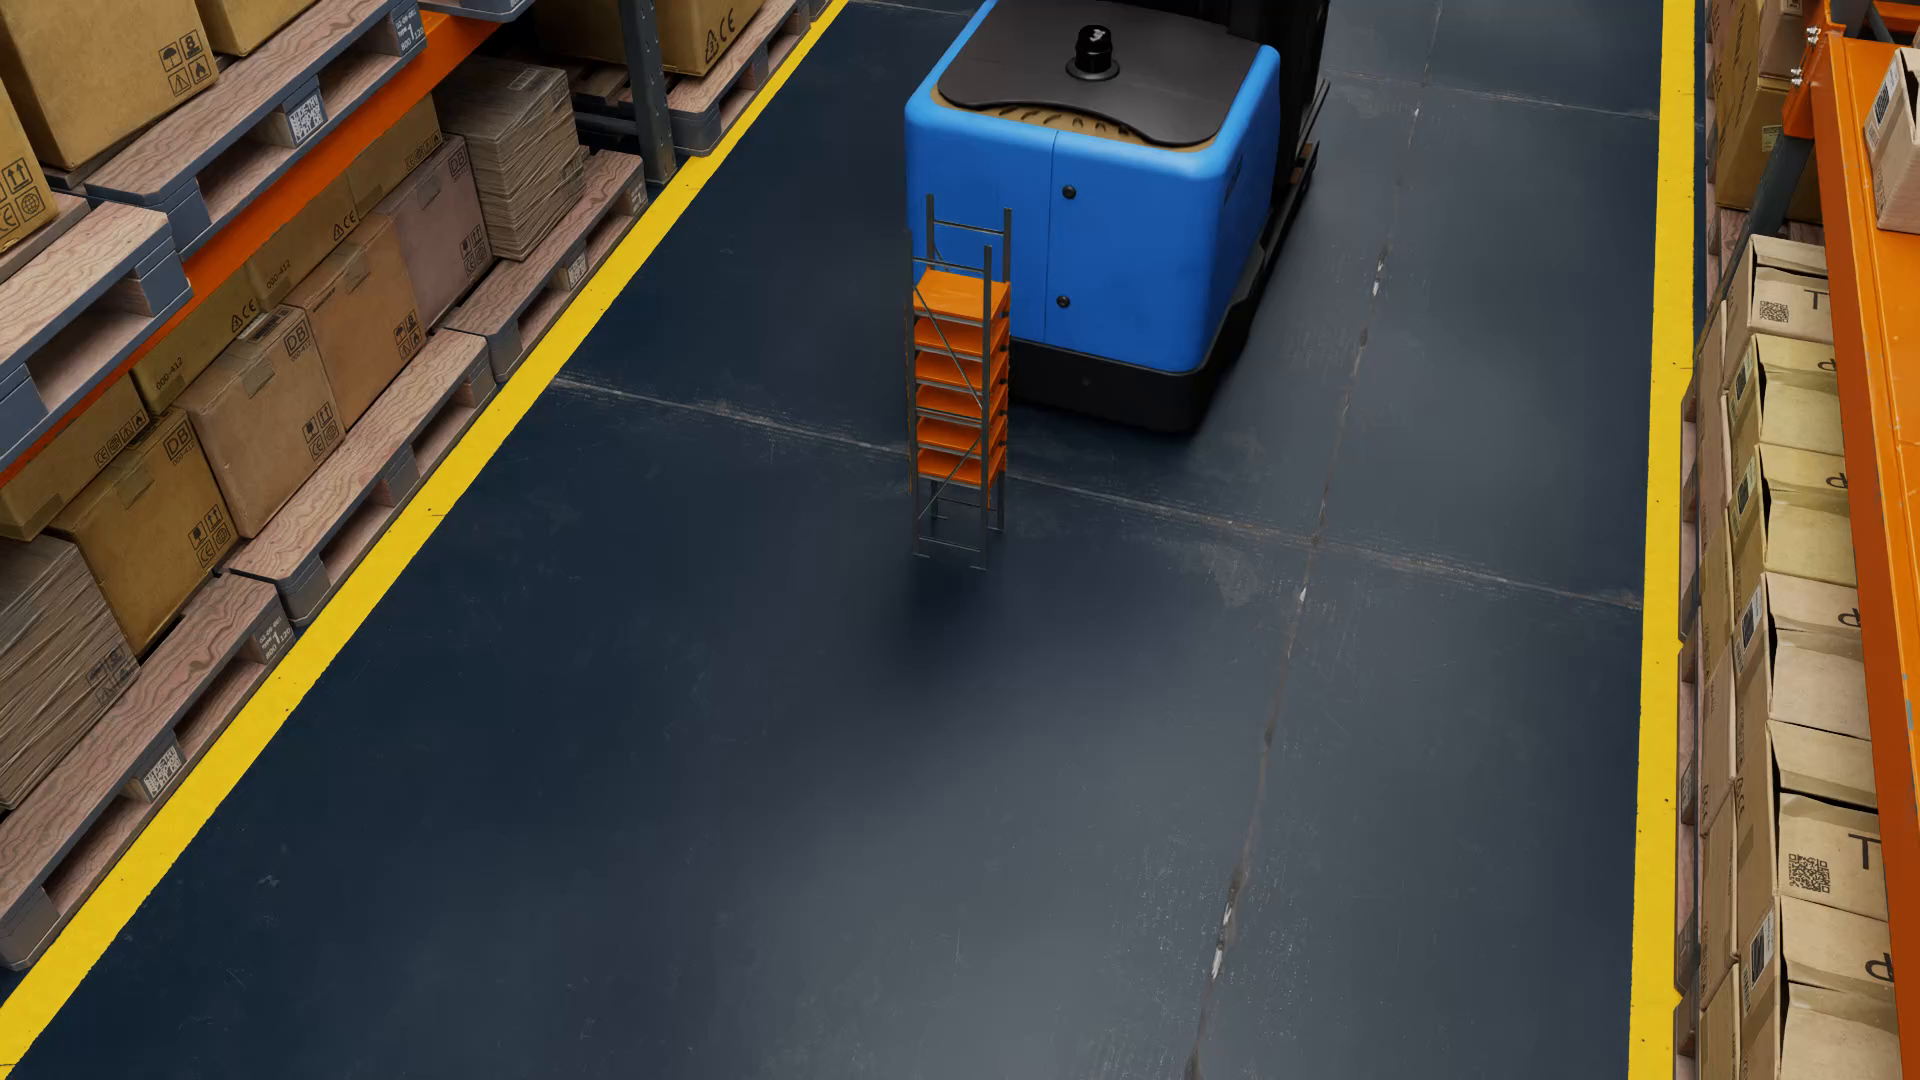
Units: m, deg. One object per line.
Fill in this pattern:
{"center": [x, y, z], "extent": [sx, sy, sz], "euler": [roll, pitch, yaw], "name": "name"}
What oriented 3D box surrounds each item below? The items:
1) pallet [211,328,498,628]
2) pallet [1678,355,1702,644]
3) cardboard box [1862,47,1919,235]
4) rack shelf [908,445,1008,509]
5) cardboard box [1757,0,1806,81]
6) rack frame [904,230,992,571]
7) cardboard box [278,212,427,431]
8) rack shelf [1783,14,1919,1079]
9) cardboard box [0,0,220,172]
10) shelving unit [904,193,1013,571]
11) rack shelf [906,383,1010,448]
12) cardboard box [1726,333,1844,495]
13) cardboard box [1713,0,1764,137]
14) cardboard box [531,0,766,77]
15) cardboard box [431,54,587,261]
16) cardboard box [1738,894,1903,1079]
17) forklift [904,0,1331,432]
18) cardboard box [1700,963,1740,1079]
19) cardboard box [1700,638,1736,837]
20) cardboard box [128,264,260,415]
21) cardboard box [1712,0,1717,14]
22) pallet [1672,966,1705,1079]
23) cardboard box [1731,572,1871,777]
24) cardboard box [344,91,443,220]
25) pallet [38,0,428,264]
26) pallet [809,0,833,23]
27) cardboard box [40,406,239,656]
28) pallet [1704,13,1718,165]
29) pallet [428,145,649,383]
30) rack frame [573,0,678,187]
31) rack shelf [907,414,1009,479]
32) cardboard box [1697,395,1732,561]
{"center": [-2.257, -0.314, 5.419], "extent": [1.003, 0.211, 1.213], "euler": [13, 46, 13], "name": "pallet"}
{"center": [2.788, -0.057, 5.158], "extent": [1.003, 0.211, 1.213], "euler": [13, 46, 13], "name": "pallet"}
{"center": [2.619, -1.008, 4.199], "extent": [0.500, 0.311, 0.500], "euler": [12, 46, 12], "name": "cardboard box"}
{"center": [-0.004, -0.216, 5.019], "extent": [0.258, 0.103, 0.180], "euler": [13, 46, 12], "name": "rack shelf"}
{"center": [3.147, -1.838, 5.920], "extent": [0.500, 0.250, 0.500], "euler": [14, 46, 14], "name": "cardboard box"}
{"center": [-0.032, -0.358, 4.758], "extent": [0.240, 1.200, 0.006], "euler": [13, 46, 13], "name": "rack frame"}
{"center": [-2.206, -0.758, 5.353], "extent": [0.700, 0.500, 0.500], "euler": [12, 46, 12], "name": "cardboard box"}
{"center": [2.469, -0.004, 3.624], "extent": [1.077, 0.370, 4.000], "euler": [13, 46, 13], "name": "rack shelf"}
{"center": [-2.327, -1.317, 4.065], "extent": [0.700, 0.500, 0.500], "euler": [19, 47, 18], "name": "cardboard box"}
{"center": [-0.004, -0.419, 4.820], "extent": [0.258, 1.200, 0.189], "euler": [13, 46, 13], "name": "shelving unit"}
{"center": [-0.004, -0.387, 4.852], "extent": [0.258, 0.103, 0.180], "euler": [13, 46, 12], "name": "rack shelf"}
{"center": [2.485, -0.323, 4.701], "extent": [0.500, 0.311, 0.500], "euler": [11, 46, 12], "name": "cardboard box"}
{"center": [3.291, -1.876, 6.495], "extent": [0.500, 0.500, 0.500], "euler": [11, 45, 11], "name": "cardboard box"}
{"center": [-1.300, -2.485, 6.882], "extent": [0.750, 0.750, 0.750], "euler": [12, 46, 12], "name": "cardboard box"}
{"center": [-1.816, -1.414, 6.023], "extent": [0.700, 0.500, 0.500], "euler": [13, 46, 13], "name": "cardboard box"}
{"center": [1.864, 1.025, 3.322], "extent": [0.500, 0.311, 0.500], "euler": [14, 46, 14], "name": "cardboard box"}
{"center": [0.803, -2.453, 5.661], "extent": [1.130, 2.935, 3.031], "euler": [15, 46, 14], "name": "forklift"}
{"center": [1.867, 1.230, 3.514], "extent": [0.500, 0.250, 0.500], "euler": [12, 46, 12], "name": "cardboard box"}
{"center": [2.177, 0.550, 4.209], "extent": [0.500, 0.250, 0.500], "euler": [13, 46, 13], "name": "cardboard box"}
{"center": [-2.368, -0.643, 4.699], "extent": [0.500, 0.250, 0.500], "euler": [11, 46, 11], "name": "cardboard box"}
{"center": [3.598, -2.564, 7.199], "extent": [0.500, 0.500, 0.500], "euler": [13, 46, 13], "name": "cardboard box"}
{"center": [2.049, 1.569, 3.496], "extent": [1.003, 0.211, 1.213], "euler": [13, 46, 13], "name": "pallet"}
{"center": [2.173, 0.359, 4.003], "extent": [0.500, 0.311, 0.500], "euler": [12, 46, 12], "name": "cardboard box"}
{"center": [-2.048, -1.315, 5.386], "extent": [0.500, 0.250, 0.500], "euler": [13, 46, 13], "name": "cardboard box"}
{"center": [-2.208, -1.245, 4.514], "extent": [1.003, 0.211, 1.213], "euler": [13, 46, 13], "name": "pallet"}
{"center": [-0.966, -2.965, 8.129], "extent": [1.003, 0.211, 1.213], "euler": [13, 46, 13], "name": "pallet"}
{"center": [-2.543, -0.088, 4.668], "extent": [0.700, 0.500, 0.500], "euler": [12, 46, 12], "name": "cardboard box"}
{"center": [3.708, -1.898, 7.039], "extent": [1.003, 0.211, 1.213], "euler": [13, 46, 13], "name": "pallet"}
{"center": [-1.886, -1.124, 6.248], "extent": [1.003, 0.211, 1.213], "euler": [13, 46, 13], "name": "pallet"}
{"center": [-1.648, -2.641, 5.804], "extent": [1.000, 3.000, 0.127], "euler": [13, 46, 13], "name": "rack frame"}
{"center": [-0.004, -0.302, 4.936], "extent": [0.258, 0.103, 0.180], "euler": [13, 46, 12], "name": "rack shelf"}
{"center": [2.485, -0.140, 4.914], "extent": [0.500, 0.250, 0.500], "euler": [11, 46, 11], "name": "cardboard box"}
